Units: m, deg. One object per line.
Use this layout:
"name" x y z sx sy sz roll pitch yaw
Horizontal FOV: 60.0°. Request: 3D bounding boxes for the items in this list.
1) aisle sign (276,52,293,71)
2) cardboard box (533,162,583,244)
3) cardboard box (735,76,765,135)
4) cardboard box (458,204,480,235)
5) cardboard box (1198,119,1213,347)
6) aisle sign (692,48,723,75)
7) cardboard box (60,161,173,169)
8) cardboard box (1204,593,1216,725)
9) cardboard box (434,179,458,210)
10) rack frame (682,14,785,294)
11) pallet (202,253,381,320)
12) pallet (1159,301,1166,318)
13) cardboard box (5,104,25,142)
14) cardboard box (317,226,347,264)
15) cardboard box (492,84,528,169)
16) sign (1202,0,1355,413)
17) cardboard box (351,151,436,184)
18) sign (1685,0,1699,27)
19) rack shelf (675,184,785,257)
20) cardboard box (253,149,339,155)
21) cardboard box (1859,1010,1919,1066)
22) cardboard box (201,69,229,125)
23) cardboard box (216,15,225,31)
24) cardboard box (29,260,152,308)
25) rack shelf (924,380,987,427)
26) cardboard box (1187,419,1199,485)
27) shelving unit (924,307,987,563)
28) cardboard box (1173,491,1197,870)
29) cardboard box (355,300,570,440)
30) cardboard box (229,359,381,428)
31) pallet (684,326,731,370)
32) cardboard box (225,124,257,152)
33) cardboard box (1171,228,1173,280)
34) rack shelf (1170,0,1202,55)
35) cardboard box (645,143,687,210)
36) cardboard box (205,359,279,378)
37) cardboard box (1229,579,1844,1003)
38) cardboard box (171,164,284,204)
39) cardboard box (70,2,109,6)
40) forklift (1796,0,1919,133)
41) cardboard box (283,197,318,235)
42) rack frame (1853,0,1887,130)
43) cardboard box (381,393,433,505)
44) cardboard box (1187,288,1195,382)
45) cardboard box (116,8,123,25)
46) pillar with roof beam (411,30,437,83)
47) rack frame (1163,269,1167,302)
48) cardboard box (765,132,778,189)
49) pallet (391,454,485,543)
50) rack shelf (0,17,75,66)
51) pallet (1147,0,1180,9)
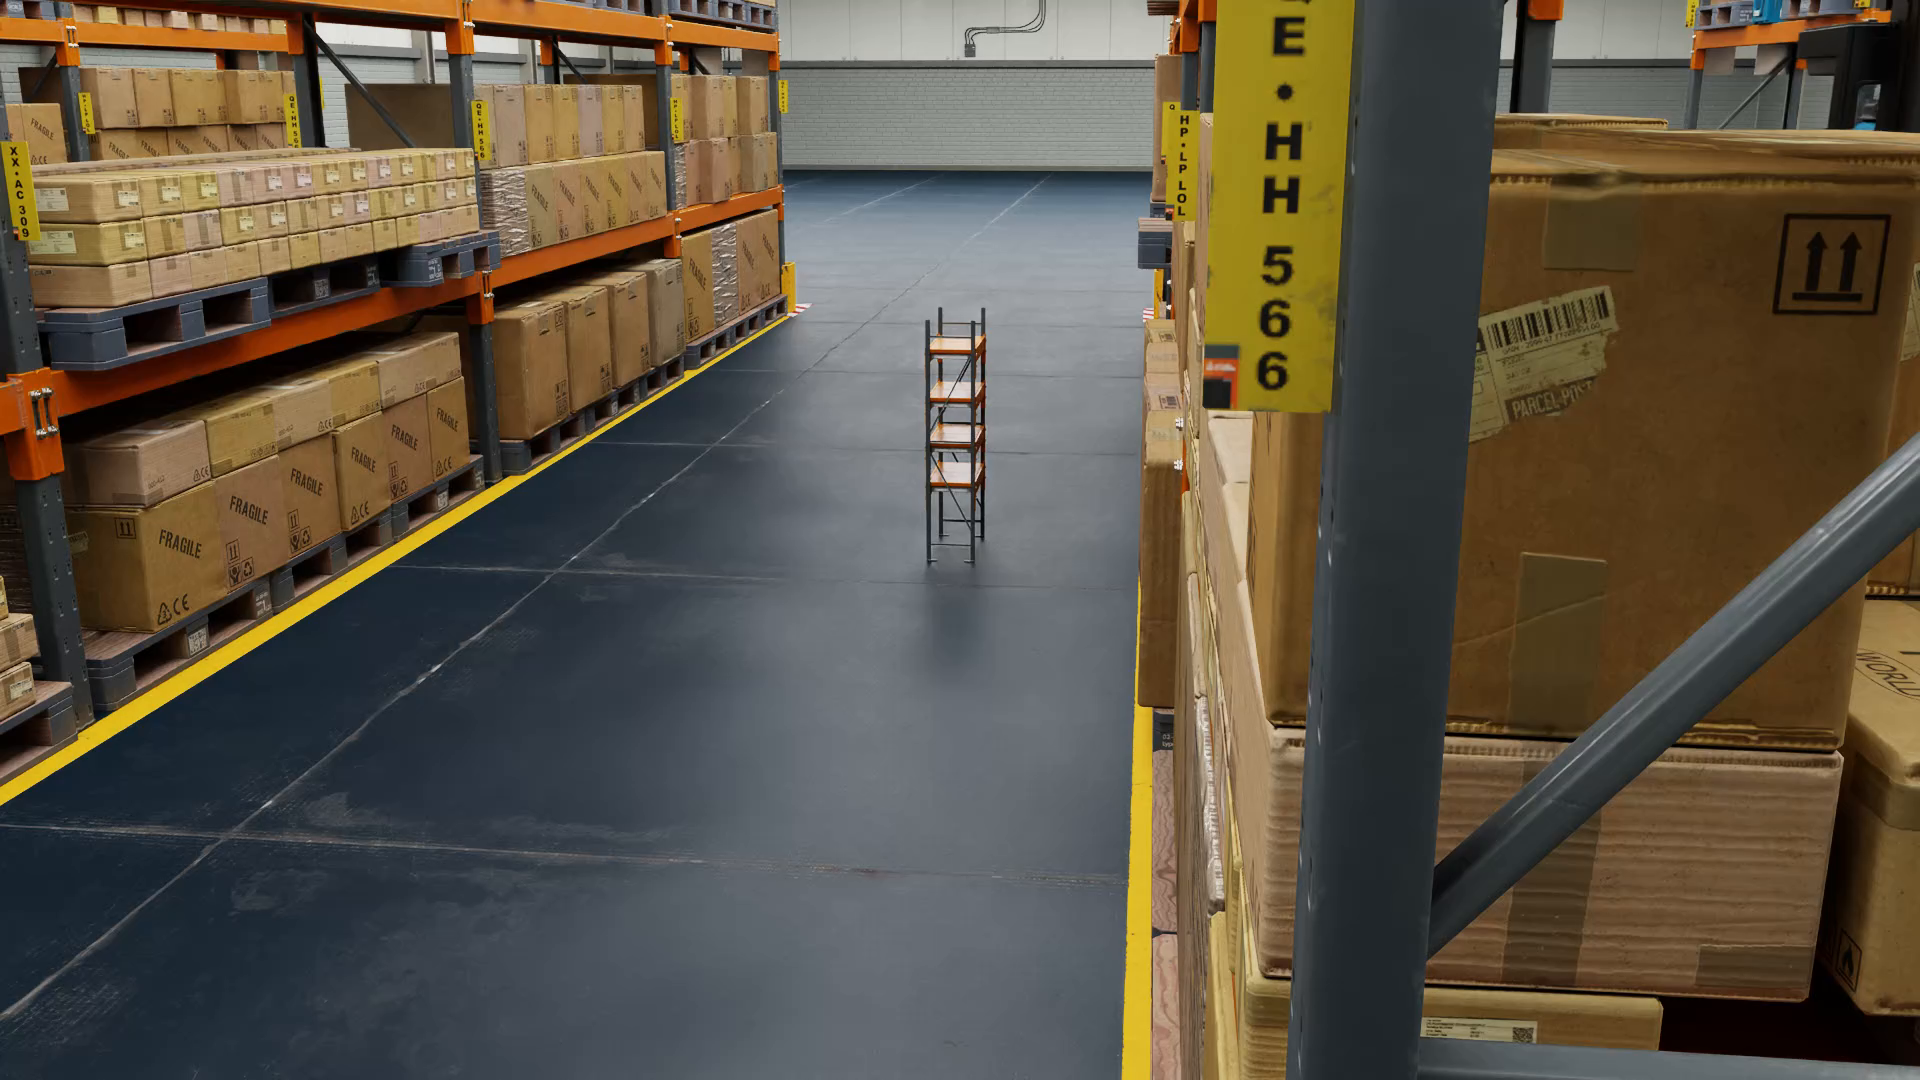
"aisle sign" -6.981 -5.262 17.397 0.394 0.787 0.004 2 15 6
"cardboard box" -2.819 -2.225 10.952 0.500 0.500 0.500 2 15 6
"cardboard box" -2.397 -4.234 16.216 0.875 0.550 0.550 2 15 6
"cardboard box" -2.848 -1.745 9.047 0.380 0.149 0.250 2 15 7
"cardboard box" 0.791 -0.650 3.599 0.500 0.500 0.500 1 15 4
"aisle sign" -2.637 -5.163 17.027 0.394 0.787 0.004 2 15 6
"cardboard box" -3.702 -1.585 7.313 0.380 0.149 0.250 1 15 4
"cardboard box" 0.592 0.196 2.672 0.380 0.149 0.250 1 15 5
"cardboard box" -2.881 -1.820 8.752 0.380 0.149 0.250 2 15 8
"rack frame" -2.347 -3.880 17.266 1.000 3.000 0.127 2 15 6
"pallet" -3.432 -1.198 7.715 1.003 0.211 1.213 2 15 6
"pallet" 2.435 -2.133 16.145 1.003 0.211 1.213 2 15 6
"cardboard box" -7.607 -3.102 12.821 0.500 0.500 0.500 2 15 7
"cardboard box" -3.026 -1.342 7.556 0.380 0.149 0.250 1 15 4
"cardboard box" -3.133 -2.584 10.364 0.700 0.500 0.500 1 15 5
"sign" 0.227 -0.251 1.173 0.100 0.325 0.005 2 15 6
"cardboard box" -2.909 -1.901 8.481 0.380 0.149 0.250 2 15 8
"sign" 6.945 -5.032 15.761 0.100 0.325 0.005 2 15 6
"rack shelf" -2.572 -3.014 15.442 1.077 0.370 4.000 2 15 6
"cardboard box" -3.522 -1.990 8.813 0.380 0.149 0.250 1 15 5
"cardboard box" 1.133 0.481 1.619 0.380 0.149 0.250 2 15 7
"cardboard box" -7.331 -4.144 15.564 0.700 0.500 0.500 2 15 6
"cardboard box" -7.211 -4.895 15.752 0.380 0.149 0.250 1 15 5
"cardboard box" -3.199 -0.938 6.062 0.380 0.149 0.250 1 15 4
"rack shelf" -0.019 -0.687 8.306 0.258 0.148 0.480 2 15 6
"cardboard box" 0.766 -0.203 4.147 0.380 0.149 0.250 1 15 5
"shelving unit" -0.019 -0.536 8.347 0.258 1.200 0.503 2 15 6
"cardboard box" 1.062 0.396 4.717 0.875 0.875 0.875 2 15 6
"cardboard box" -3.091 -1.078 10.406 1.050 0.750 0.750 1 15 5
"cardboard box" -3.185 -0.716 8.110 0.500 0.250 0.500 2 15 8
"pallet" -2.634 -1.692 14.514 1.003 0.211 1.213 2 15 6
"cardboard box" -7.185 -3.784 16.146 0.500 0.500 0.500 2 15 6
"cardboard box" 1.342 -1.563 8.506 0.500 0.500 0.500 2 15 8
"rack shelf" 1.893 -3.253 10.576 1.077 0.370 4.000 2 15 6
"cardboard box" -2.768 -3.011 13.765 0.875 0.550 0.550 2 15 6
"cardboard box" -3.694 -0.732 8.172 0.500 0.250 0.500 2 15 7
"cardboard box" 0.556 0.237 1.757 0.500 0.250 0.500 1 15 5
"cardboard box" -3.083 -1.495 6.982 0.380 0.149 0.250 2 15 6
"cardboard box" -7.406 -4.588 13.853 0.500 0.250 0.500 1 15 5
"forklift" 3.806 -0.917 6.439 1.130 2.935 3.031 4 16 13
"cardboard box" -3.056 -1.422 7.282 0.380 0.149 0.250 1 15 5
"rack frame" 7.040 -2.525 12.253 1.000 3.000 0.127 2 15 6
"cardboard box" -3.126 -0.489 8.707 0.500 0.500 0.500 2 15 9
"cardboard box" 0.903 -0.553 4.677 0.500 0.250 0.500 1 15 5
"cardboard box" -7.446 -4.497 14.280 0.380 0.149 0.250 2 15 6
"pillar with roof beam" -6.874 -11.429 33.689 9.100 9.000 0.400 2 15 6
"rack frame" 2.570 -3.708 16.629 1.000 3.000 0.127 2 15 6
"cardboard box" -2.344 -3.855 16.886 0.875 0.550 0.550 2 15 6
"pallet" -3.339 -0.257 9.207 1.003 0.211 1.213 2 15 6
"rack shelf" -7.954 -3.545 11.656 1.077 0.370 4.000 2 15 6
"pallet" 1.829 -3.602 10.849 1.213 0.211 1.003 2 15 6
